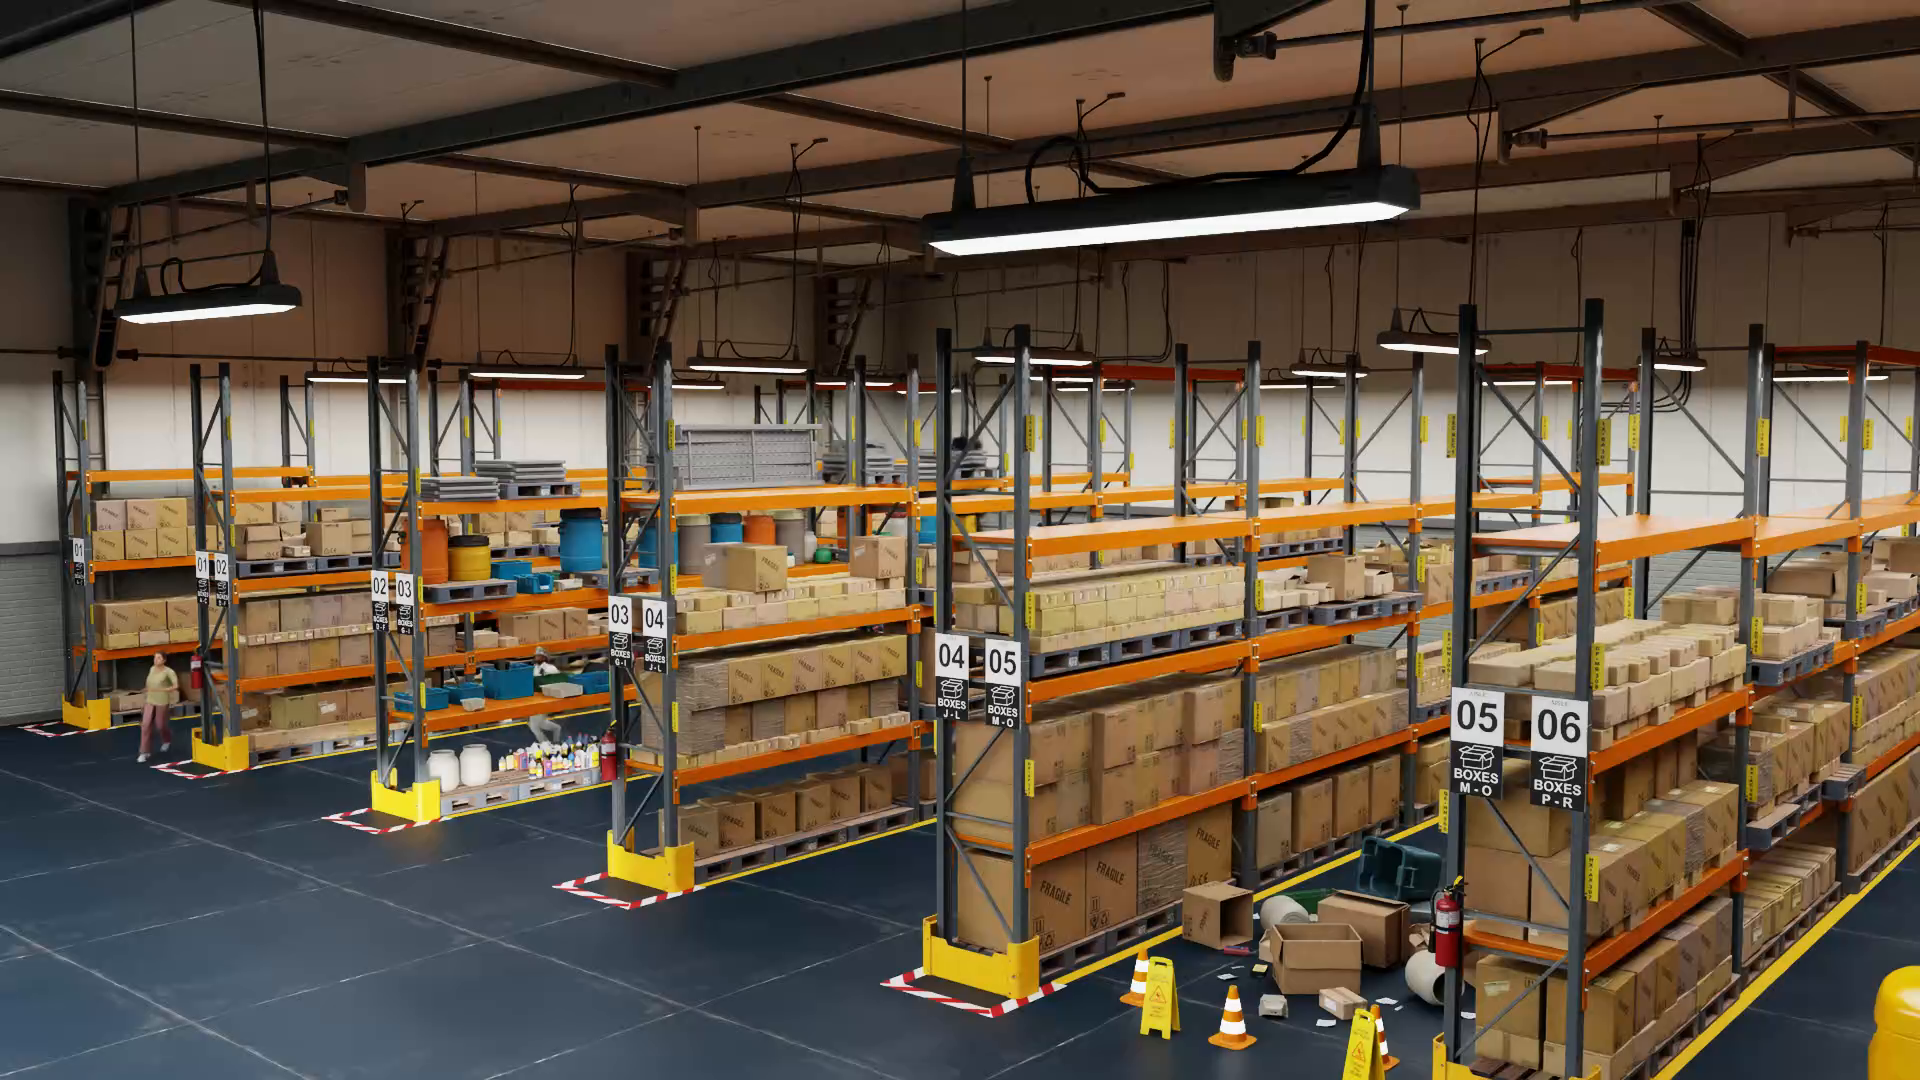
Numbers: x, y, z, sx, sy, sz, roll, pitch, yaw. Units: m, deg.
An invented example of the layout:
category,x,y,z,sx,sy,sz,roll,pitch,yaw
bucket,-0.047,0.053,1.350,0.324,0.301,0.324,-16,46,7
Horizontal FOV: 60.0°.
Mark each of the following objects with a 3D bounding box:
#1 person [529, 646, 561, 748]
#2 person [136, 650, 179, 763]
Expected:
category,x,y,z,sx,sy,sz,roll,pitch,yaw
person,-6.508,2.479,25.837,0.630,1.666,0.499,2,5,29
person,-12.209,2.519,25.461,0.596,1.687,0.890,1,4,7
